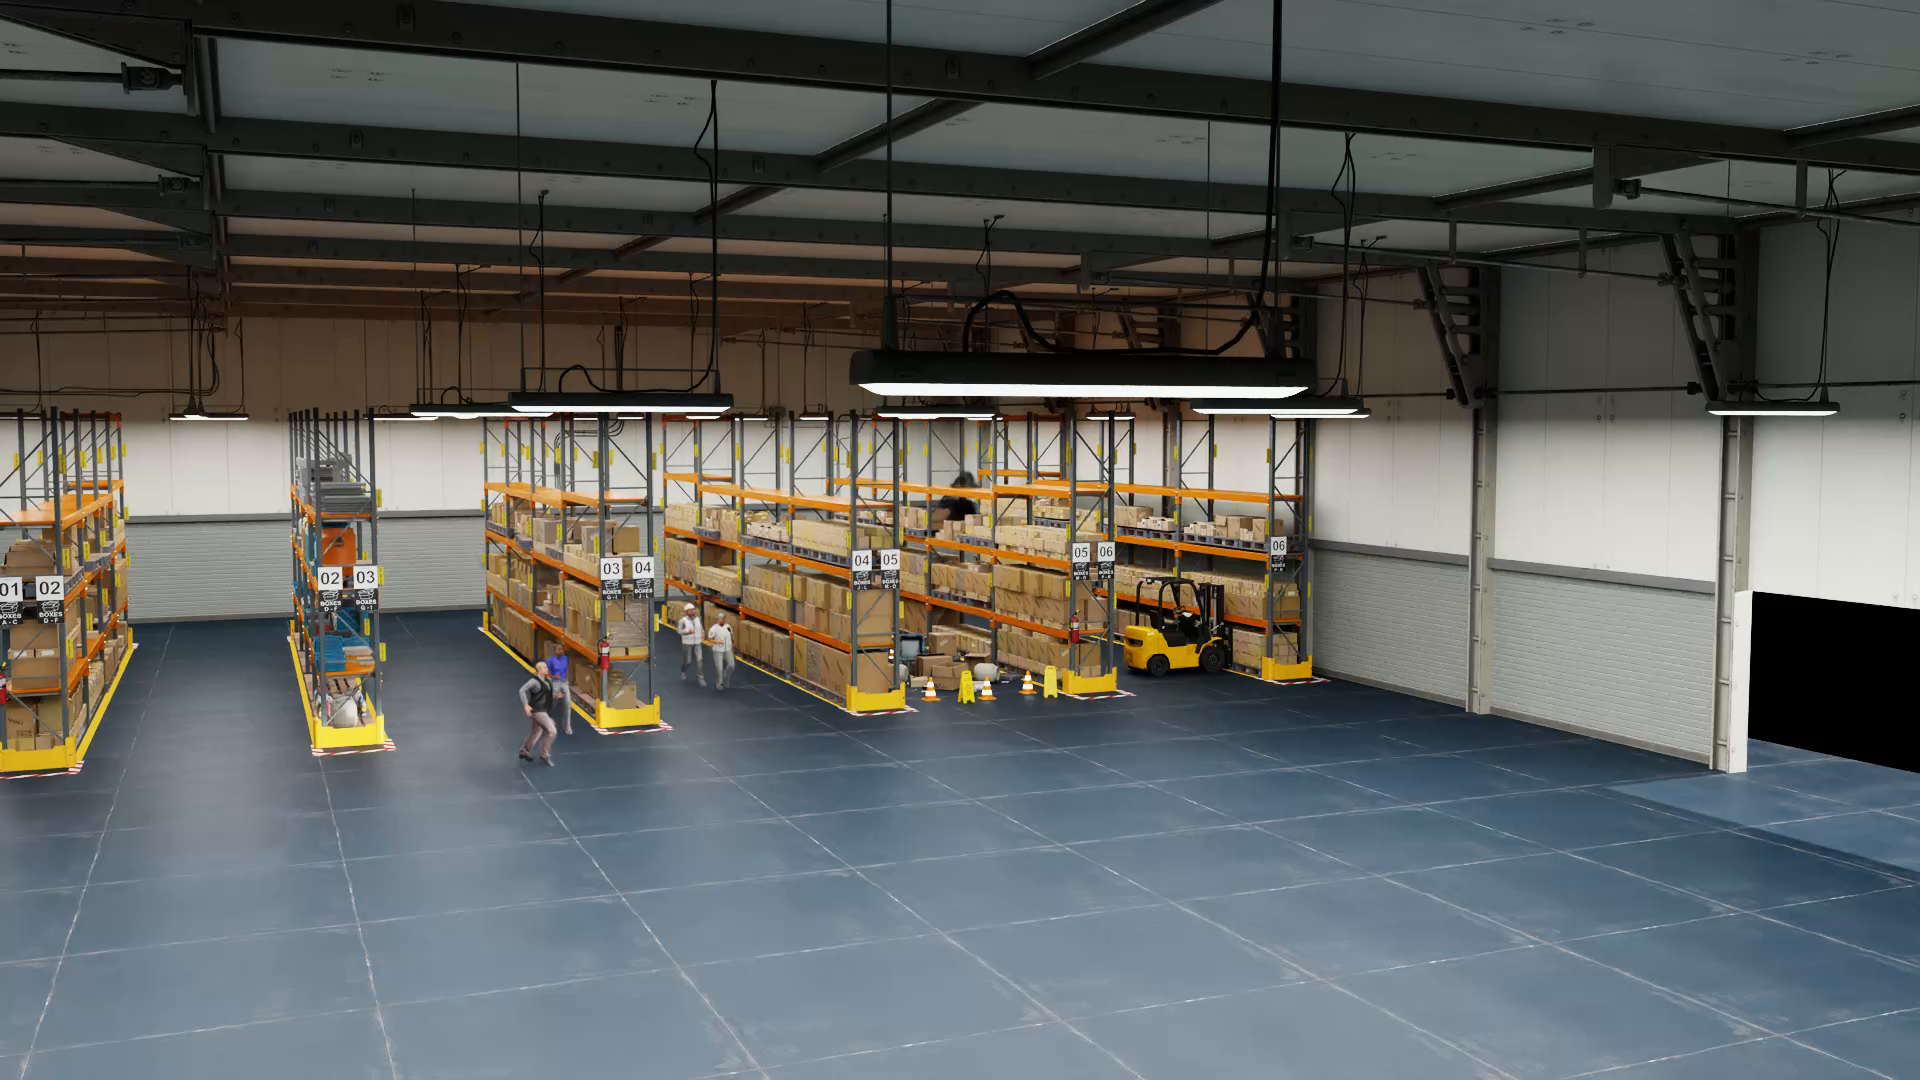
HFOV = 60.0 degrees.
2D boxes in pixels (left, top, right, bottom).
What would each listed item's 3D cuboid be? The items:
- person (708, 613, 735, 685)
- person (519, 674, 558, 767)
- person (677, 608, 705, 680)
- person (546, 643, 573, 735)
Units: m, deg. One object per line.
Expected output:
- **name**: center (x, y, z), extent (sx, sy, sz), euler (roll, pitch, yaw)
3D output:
- **person**: center (-5.106, 2.354, 35.753), extent (0.616, 1.563, 0.504), euler (-2, 5, -30)
- **person**: center (-7.086, 3.018, 27.810), extent (0.669, 1.579, 0.620), euler (0, 4, 4)
- **person**: center (-5.894, 2.247, 36.489), extent (0.664, 1.615, 0.860), euler (-2, 5, -29)
- **person**: center (-7.481, 2.745, 30.912), extent (0.612, 1.671, 0.891), euler (-3, 5, -38)
